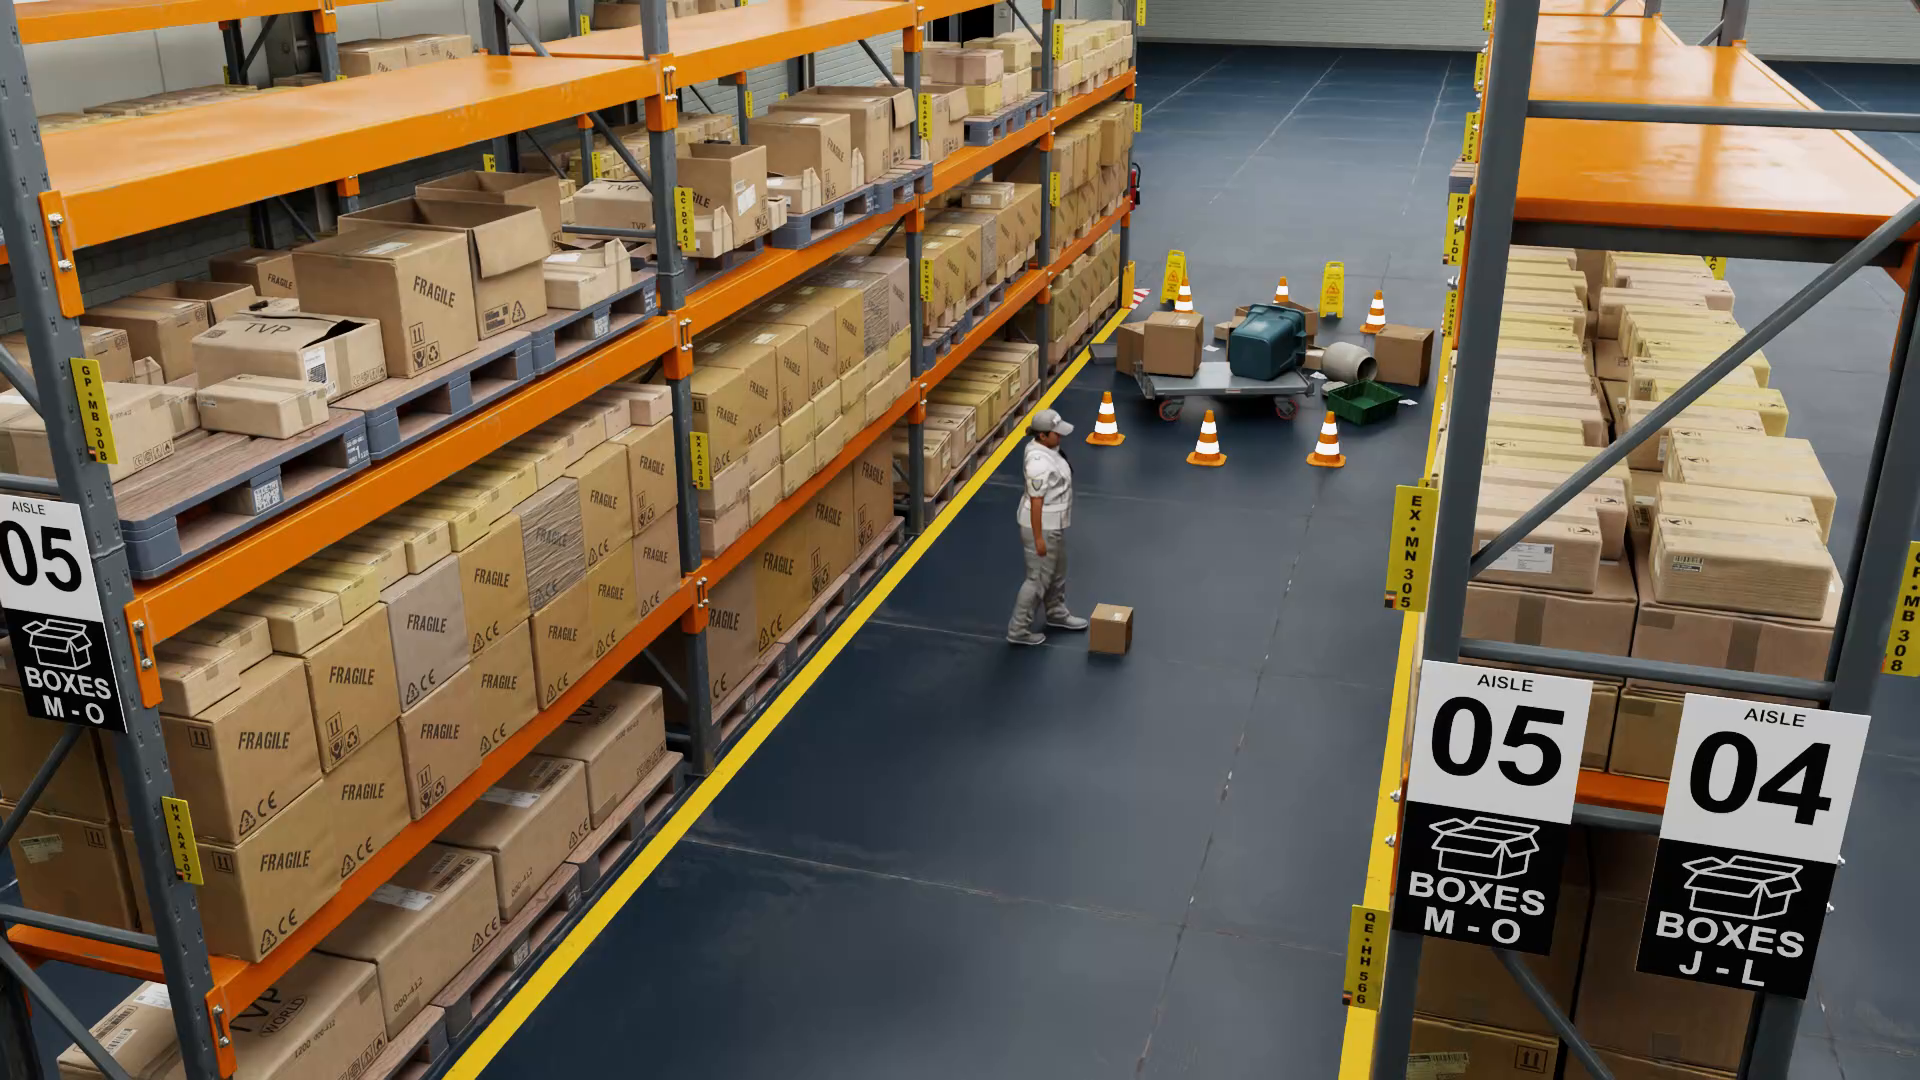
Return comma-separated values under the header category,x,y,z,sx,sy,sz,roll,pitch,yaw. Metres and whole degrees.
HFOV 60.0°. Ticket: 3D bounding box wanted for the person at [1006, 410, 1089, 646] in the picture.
category,x,y,z,sx,sy,sz,roll,pitch,yaw
person,0.613,-0.099,11.334,0.577,1.670,0.485,1,22,2
